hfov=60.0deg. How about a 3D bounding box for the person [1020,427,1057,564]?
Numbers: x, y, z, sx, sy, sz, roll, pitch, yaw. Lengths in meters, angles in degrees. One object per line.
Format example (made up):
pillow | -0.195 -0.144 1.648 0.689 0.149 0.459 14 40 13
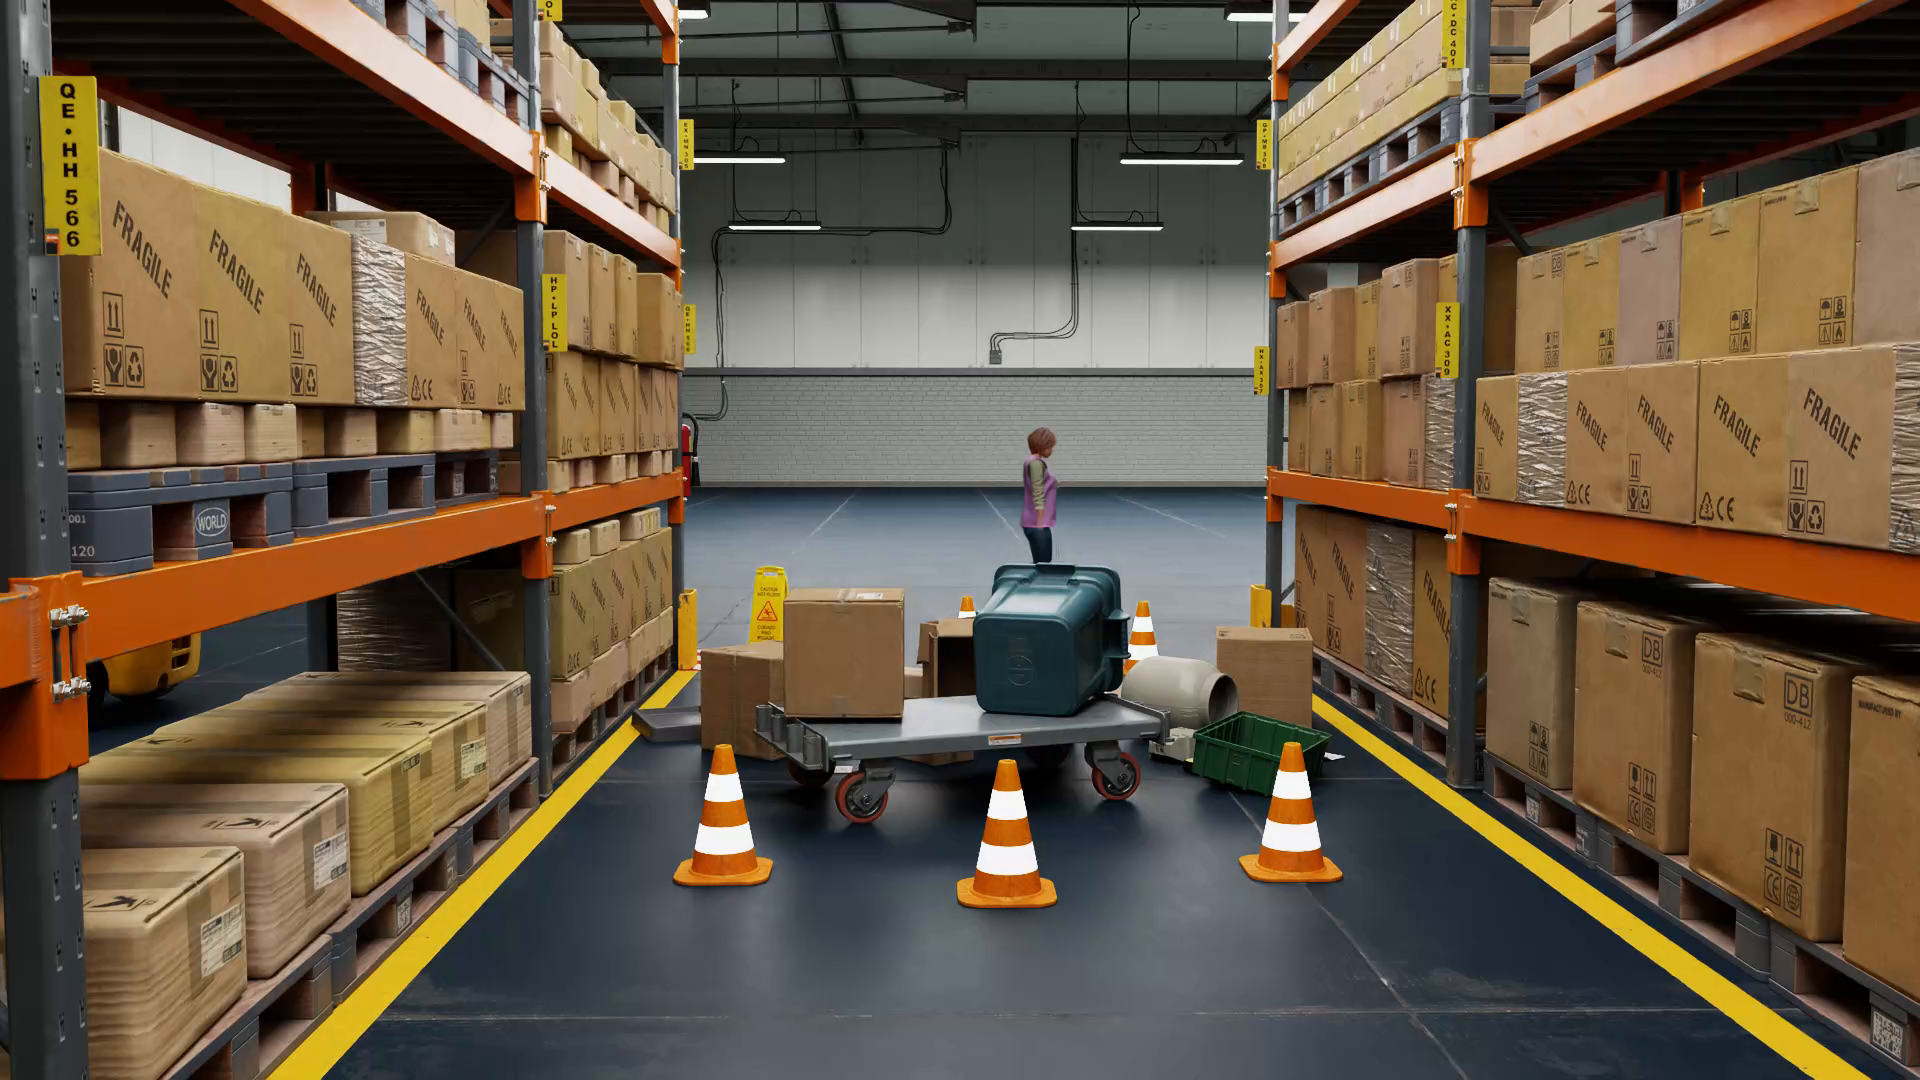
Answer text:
person | 0.619 -0.088 13.081 0.301 1.593 0.408 0 4 0
